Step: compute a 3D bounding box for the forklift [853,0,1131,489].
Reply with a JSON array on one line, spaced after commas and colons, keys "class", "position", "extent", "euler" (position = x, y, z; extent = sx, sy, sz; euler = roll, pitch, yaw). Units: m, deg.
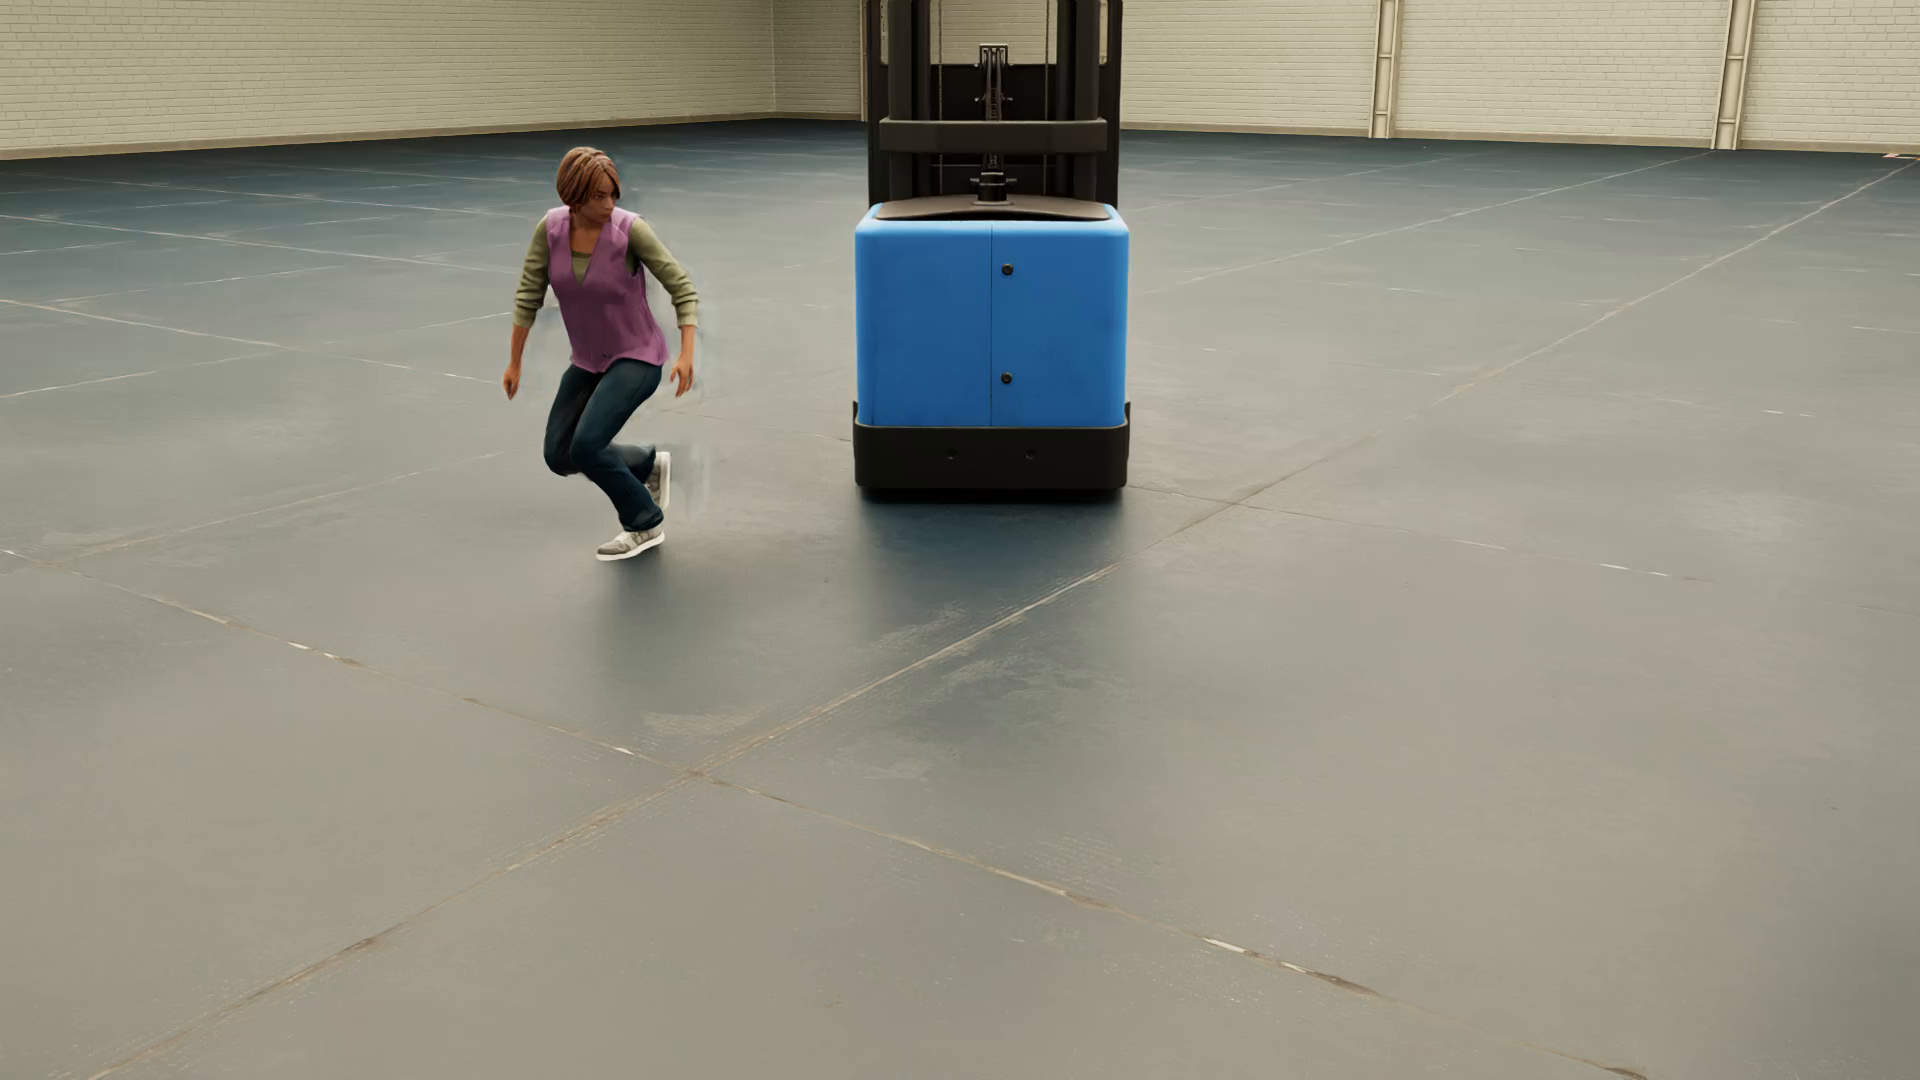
[{"class": "forklift", "position": [0.150, -1.964, 7.399], "extent": [1.130, 2.935, 3.031], "euler": [0, 17, 1]}]

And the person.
[{"class": "person", "position": [-1.176, -0.640, 5.696], "extent": [0.692, 1.404, 0.583], "euler": [8, 18, 25]}]
